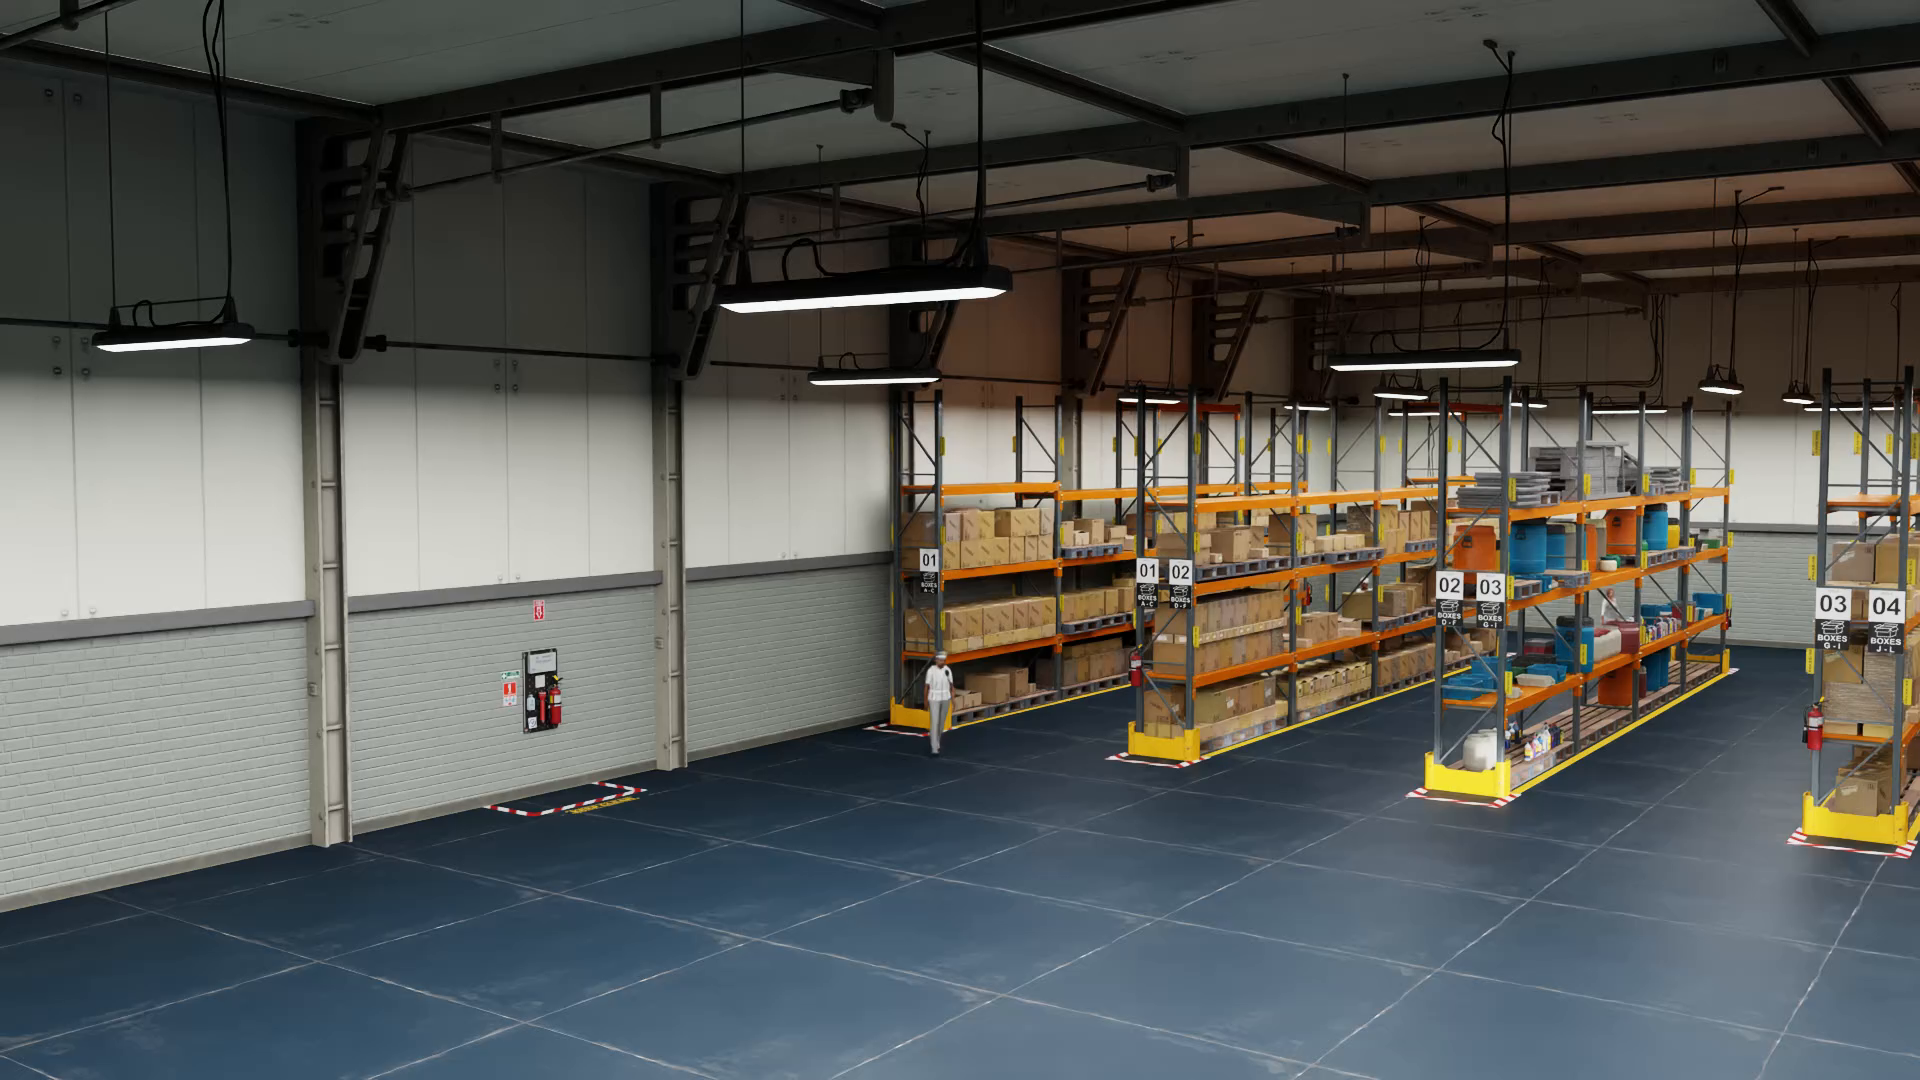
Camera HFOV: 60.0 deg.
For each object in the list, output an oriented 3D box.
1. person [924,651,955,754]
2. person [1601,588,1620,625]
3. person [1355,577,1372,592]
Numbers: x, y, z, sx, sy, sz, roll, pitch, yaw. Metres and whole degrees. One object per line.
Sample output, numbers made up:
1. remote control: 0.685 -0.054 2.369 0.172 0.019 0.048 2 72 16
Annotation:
1. person: -0.335 2.637 27.182 0.523 1.644 0.824 -1 3 -22
2. person: 15.713 1.996 40.283 0.426 1.473 0.806 -1 3 -22
3. person: 9.940 1.789 41.169 0.603 1.722 0.995 3 4 43
